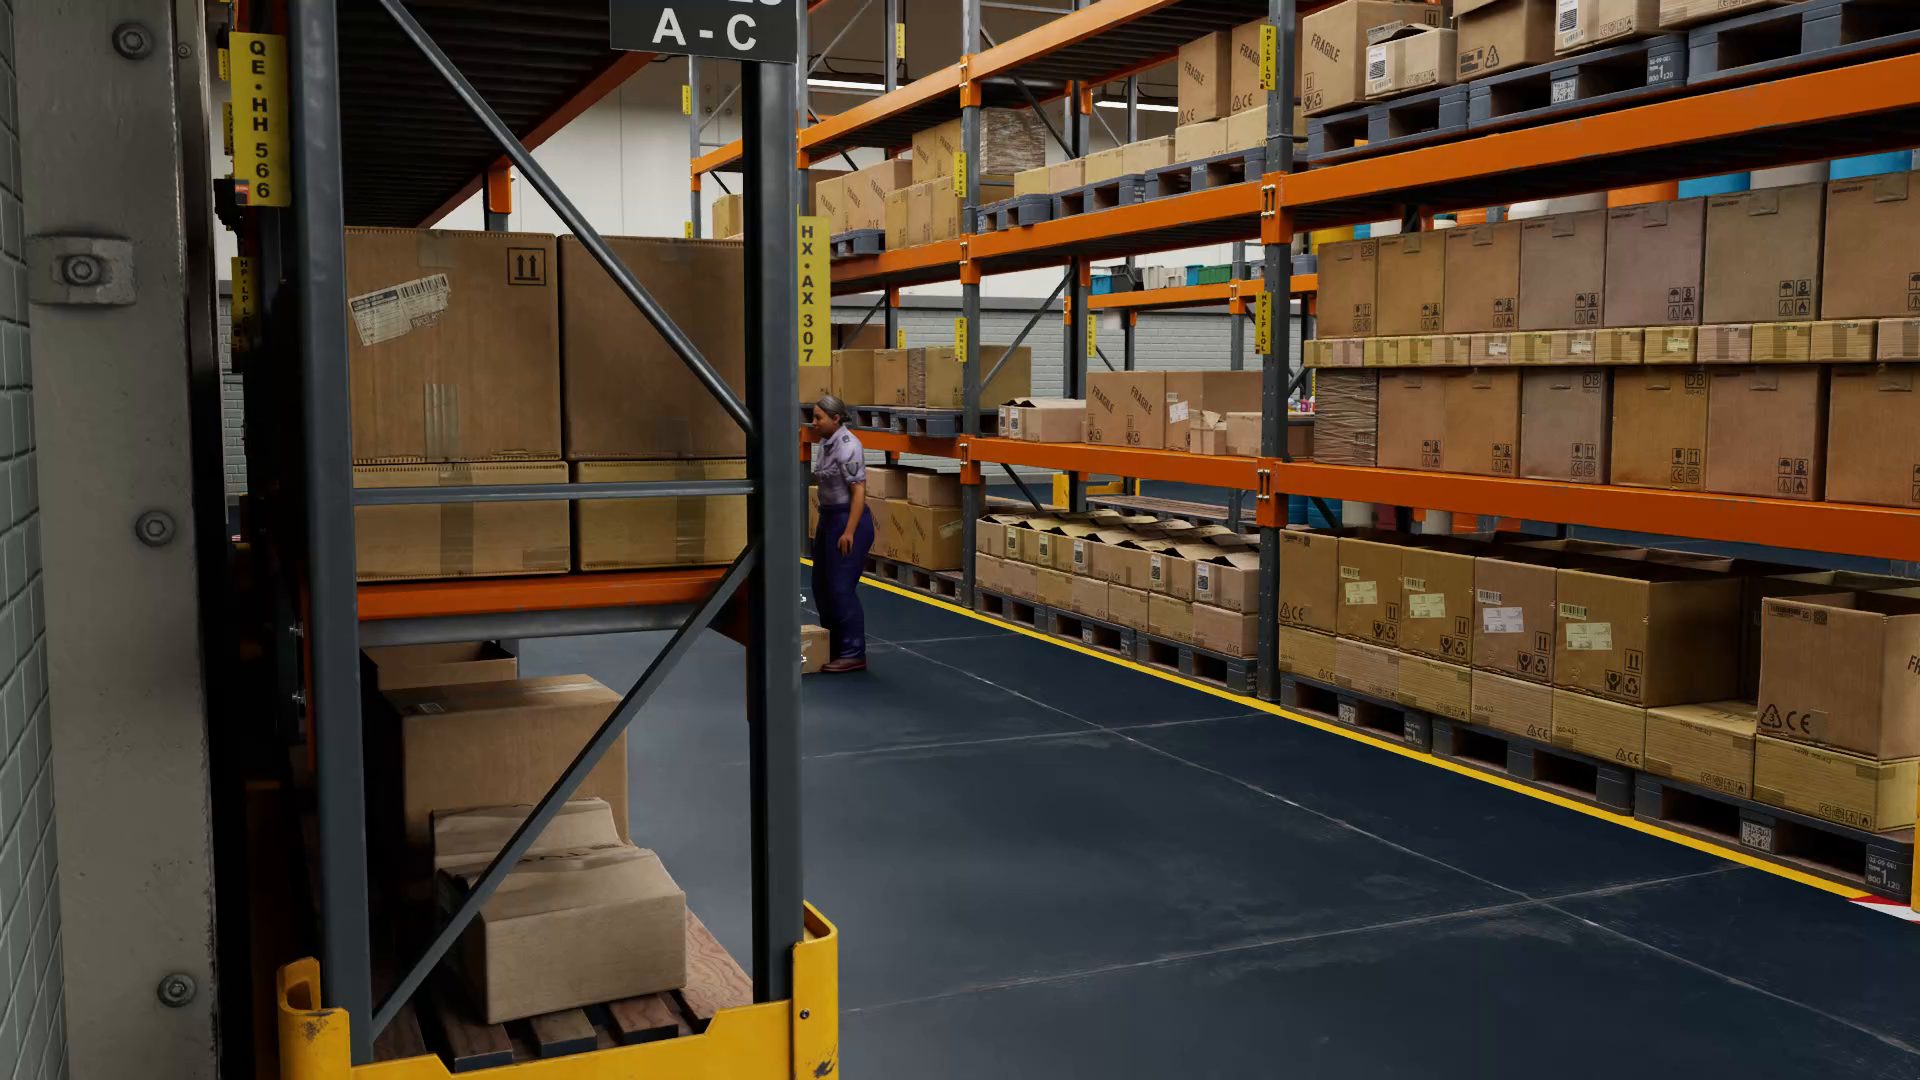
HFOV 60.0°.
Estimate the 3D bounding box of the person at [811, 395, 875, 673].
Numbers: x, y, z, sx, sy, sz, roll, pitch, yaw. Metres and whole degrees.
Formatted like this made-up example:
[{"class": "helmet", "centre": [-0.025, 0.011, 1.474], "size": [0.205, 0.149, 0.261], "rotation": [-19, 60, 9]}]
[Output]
[{"class": "person", "centre": [-0.746, -0.048, 10.047], "size": [0.336, 1.651, 0.538], "rotation": [-3, 6, -25]}]
